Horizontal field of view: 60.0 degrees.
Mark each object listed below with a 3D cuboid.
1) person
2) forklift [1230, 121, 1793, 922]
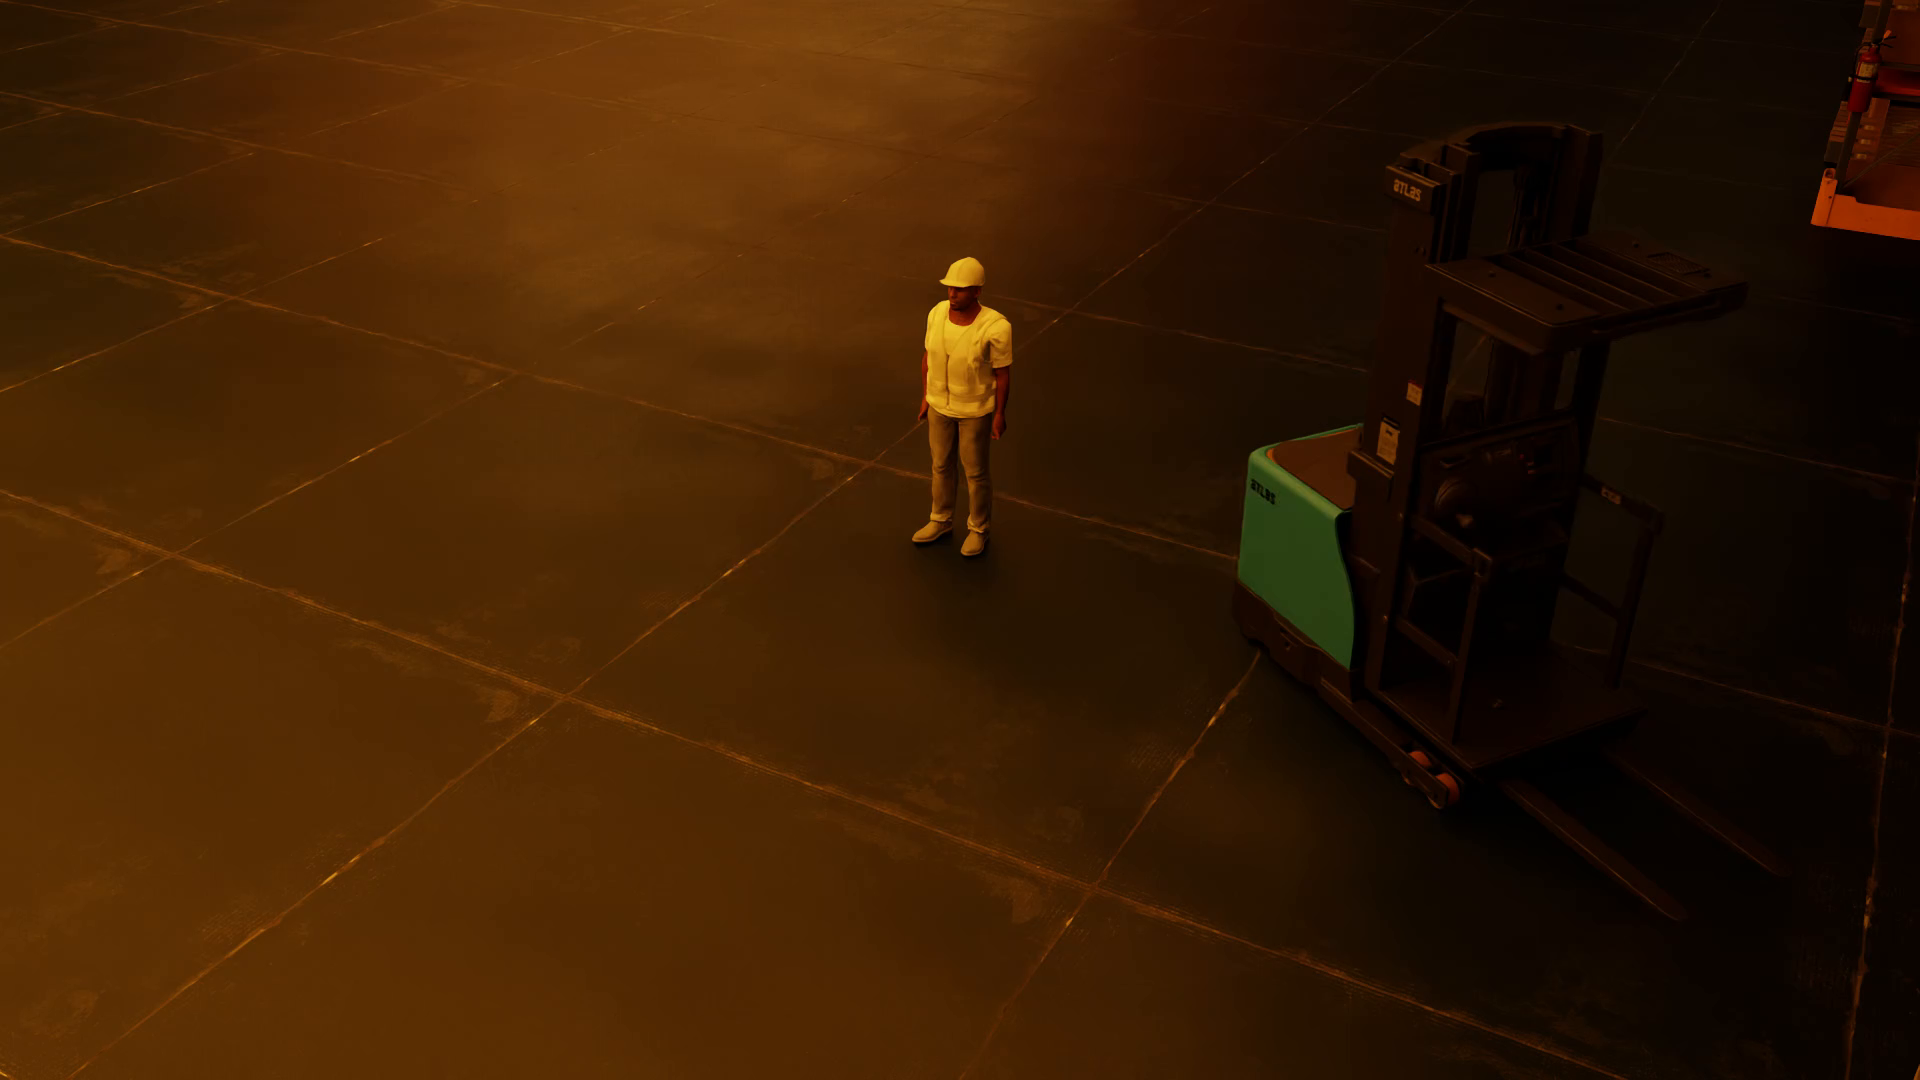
[{"bbox_3d":[0.008,-0.761,9.556,0.556,1.770,0.388,15,33,25],"label":"person"},{"bbox_3d":[2.591,-0.259,7.519,1.130,2.935,3.031,-14,33,-22],"label":"forklift"}]
